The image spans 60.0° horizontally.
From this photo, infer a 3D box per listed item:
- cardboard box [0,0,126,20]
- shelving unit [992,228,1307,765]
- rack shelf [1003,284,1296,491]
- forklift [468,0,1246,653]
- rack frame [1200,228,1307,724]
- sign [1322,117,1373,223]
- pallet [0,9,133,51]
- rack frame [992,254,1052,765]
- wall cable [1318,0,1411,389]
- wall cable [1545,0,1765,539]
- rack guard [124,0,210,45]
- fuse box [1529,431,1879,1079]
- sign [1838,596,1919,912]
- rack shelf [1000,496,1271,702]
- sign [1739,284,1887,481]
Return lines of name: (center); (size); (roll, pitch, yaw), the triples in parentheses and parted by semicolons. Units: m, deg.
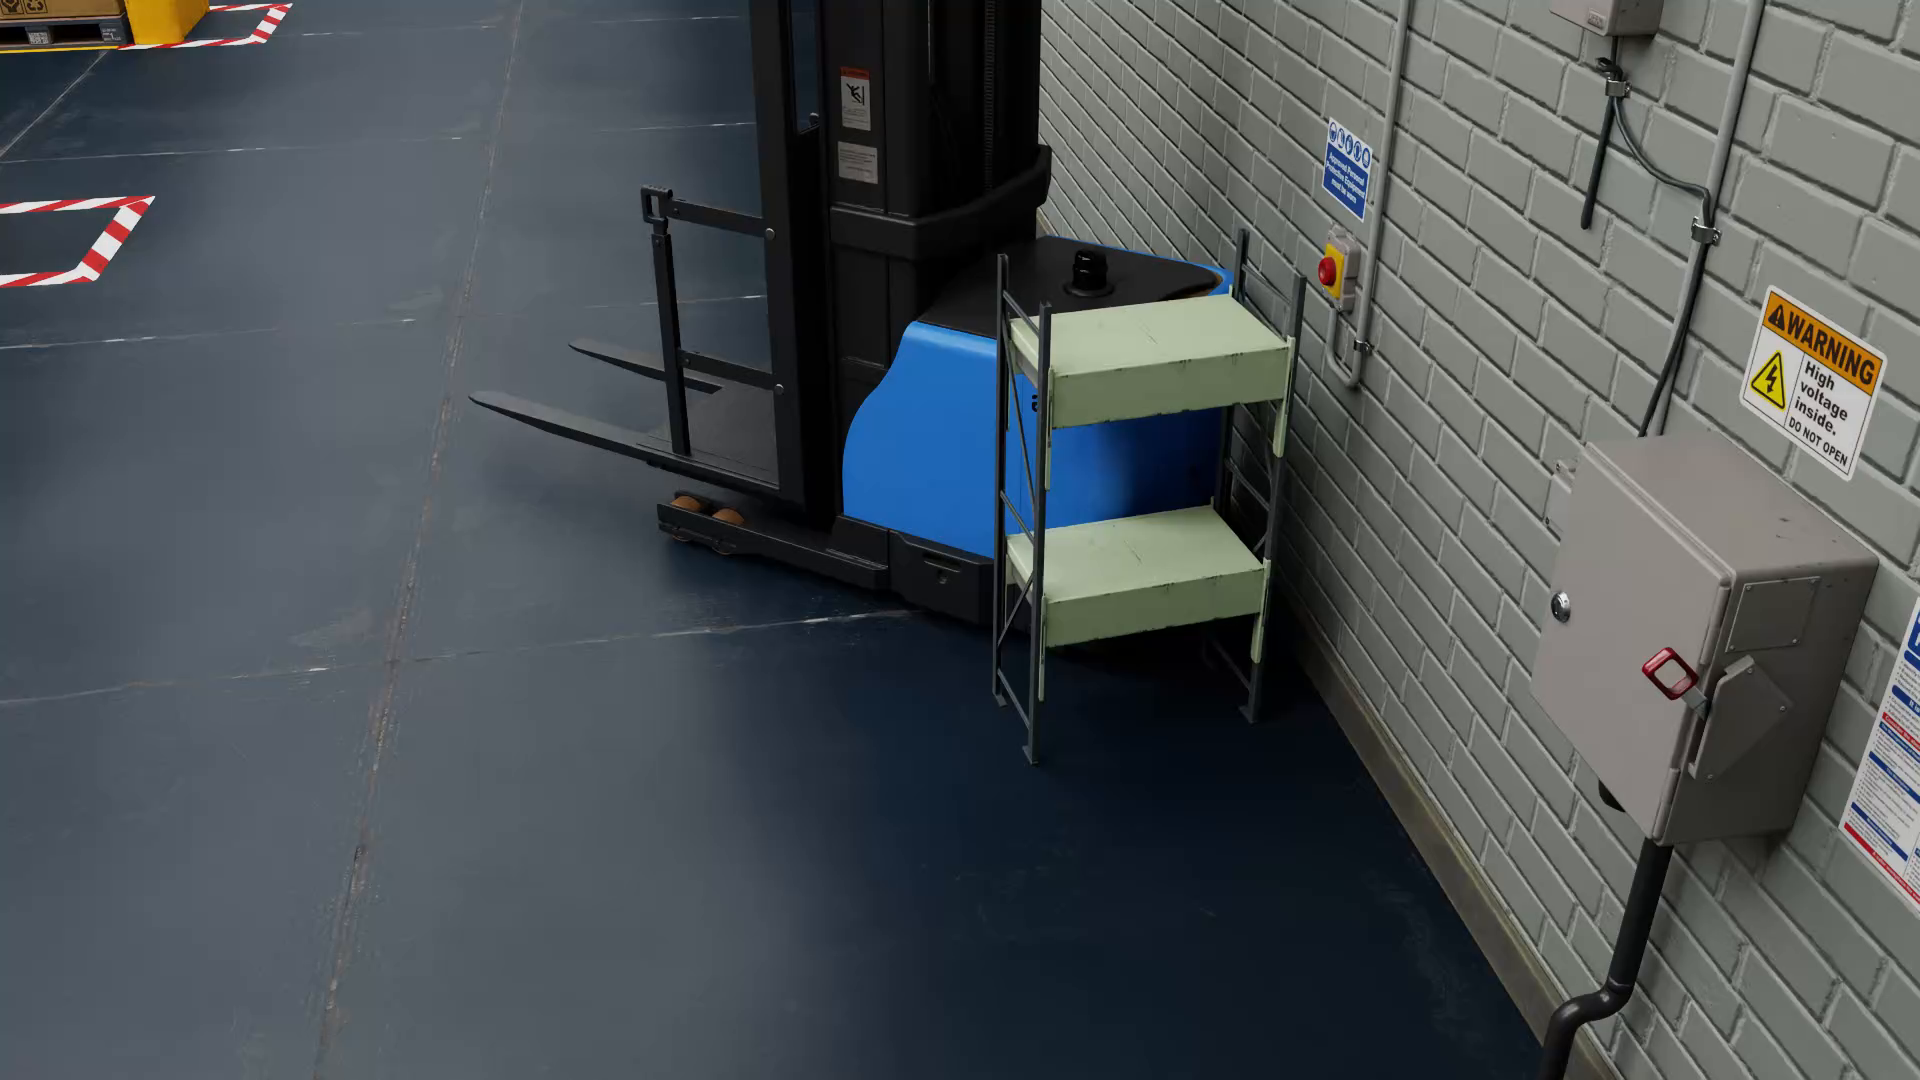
cardboard box: (-6.861, -4.524, 12.666); (0.875, 0.875, 0.875); (-5, 31, -9)
shelving unit: (0.523, -0.109, 4.956); (0.755, 1.500, 0.431); (-9, 32, -14)
rack shelf: (0.523, -0.446, 4.758); (0.720, 0.370, 0.431); (-9, 32, -14)
forklift: (-0.540, -1.422, 5.777); (3.031, 2.935, 1.130); (16, 34, 26)
rack frame: (0.874, -0.162, 5.046); (0.023, 1.500, 0.400); (-9, 32, -14)
sign: (1.133, -1.088, 4.875); (0.001, 0.218, 0.327); (-5, 31, -9)
pallet: (-7.019, -4.043, 12.917); (1.213, 0.211, 1.003); (-5, 31, -9)
rack frame: (0.172, -0.057, 4.867); (0.023, 1.500, 0.400); (-9, 32, -14)
wall cable: (1.081, -1.394, 4.628); (0.123, 1.953, 0.585); (-5, 31, -9)
wall cable: (1.348, -0.674, 3.435); (0.122, 1.984, 0.588); (-5, 31, -9)
rack guard: (-6.223, -4.281, 13.038); (0.348, 0.500, 1.175); (-5, 31, -9)
fuse box: (1.316, 0.674, 3.416); (0.414, 1.711, 0.539); (-5, 31, -9)
sign: (1.609, 0.387, 2.727); (0.001, 0.494, 0.329); (-5, 31, -9)
rack shelf: (0.523, 0.172, 5.121); (0.720, 0.370, 0.431); (-9, 32, -14)
sign: (1.510, -0.284, 2.959); (0.001, 0.242, 0.339); (-5, 31, -9)
